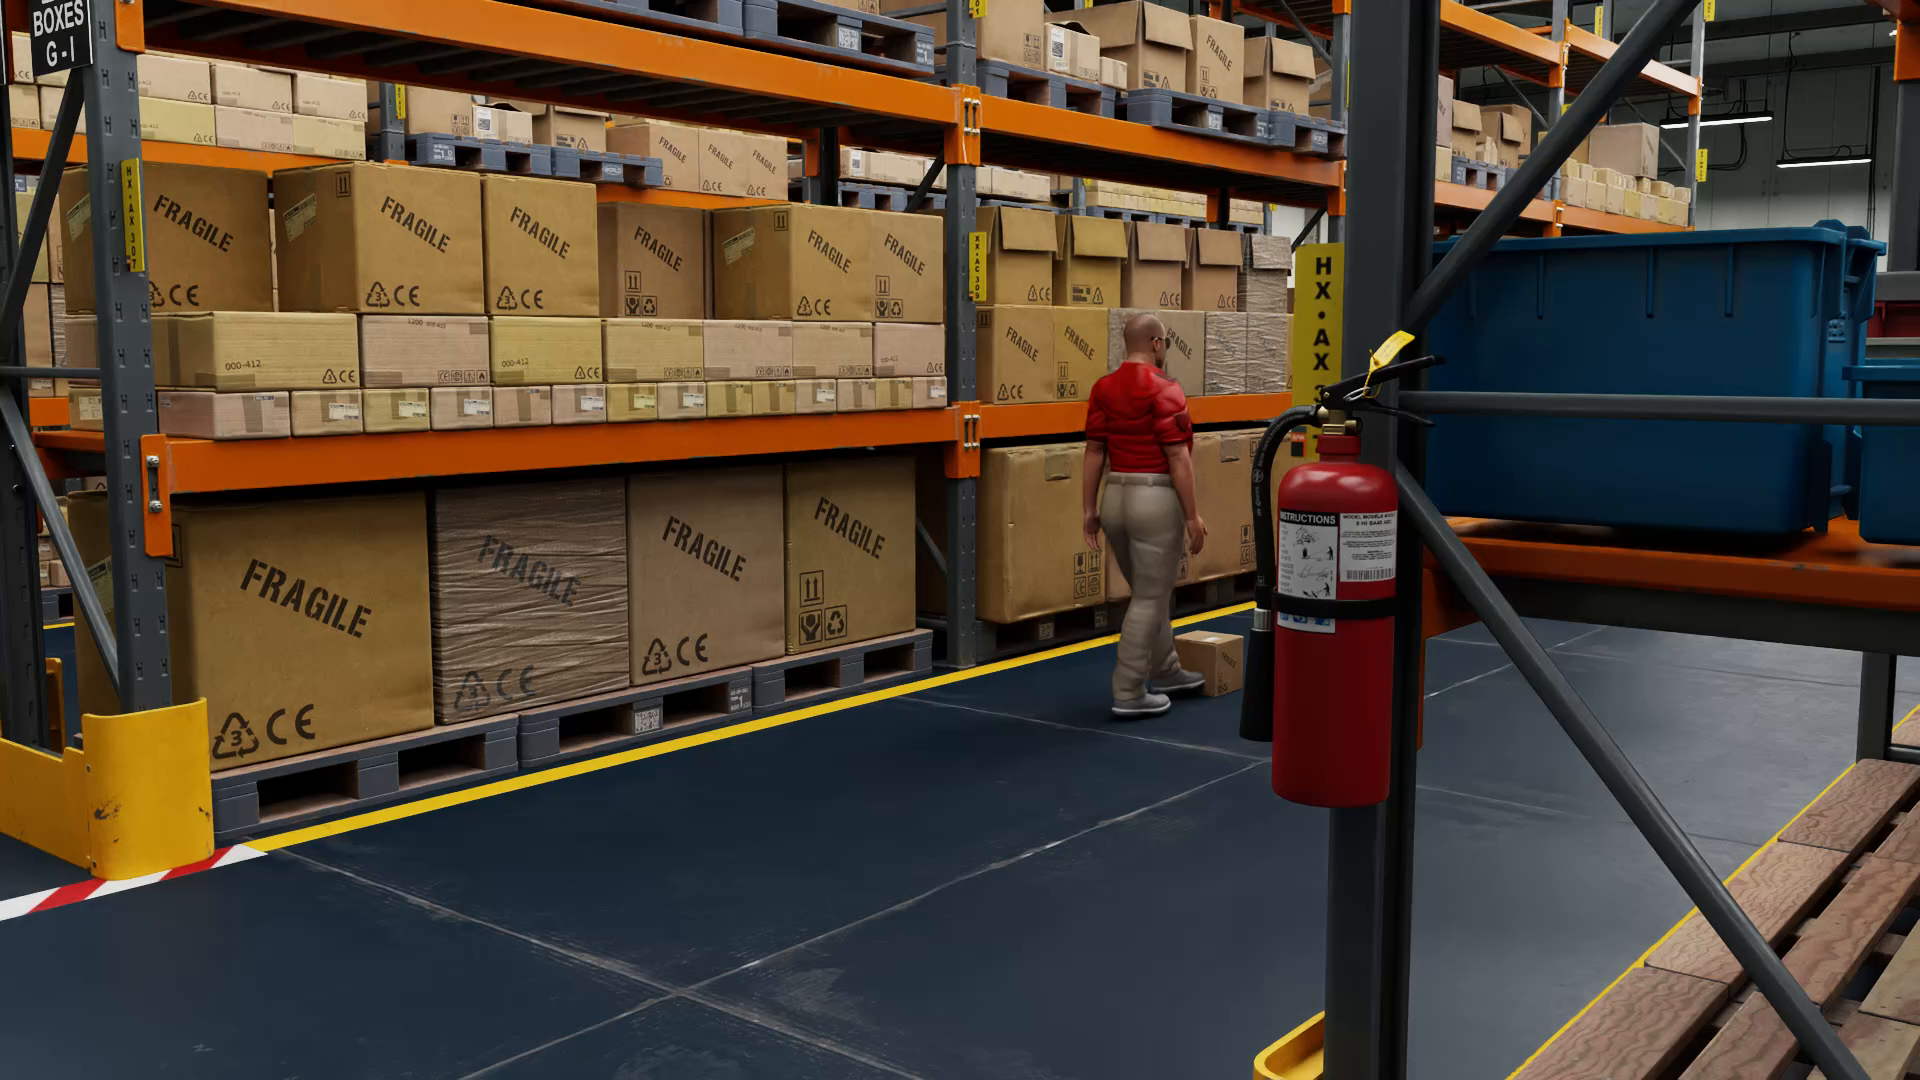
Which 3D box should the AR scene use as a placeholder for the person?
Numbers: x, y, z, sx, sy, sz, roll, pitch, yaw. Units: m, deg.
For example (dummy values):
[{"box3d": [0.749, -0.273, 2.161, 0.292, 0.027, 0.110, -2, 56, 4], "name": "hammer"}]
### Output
[{"box3d": [0.920, -0.122, 7.272, 0.732, 1.715, 0.551, -5, 8, -37], "name": "person"}]
